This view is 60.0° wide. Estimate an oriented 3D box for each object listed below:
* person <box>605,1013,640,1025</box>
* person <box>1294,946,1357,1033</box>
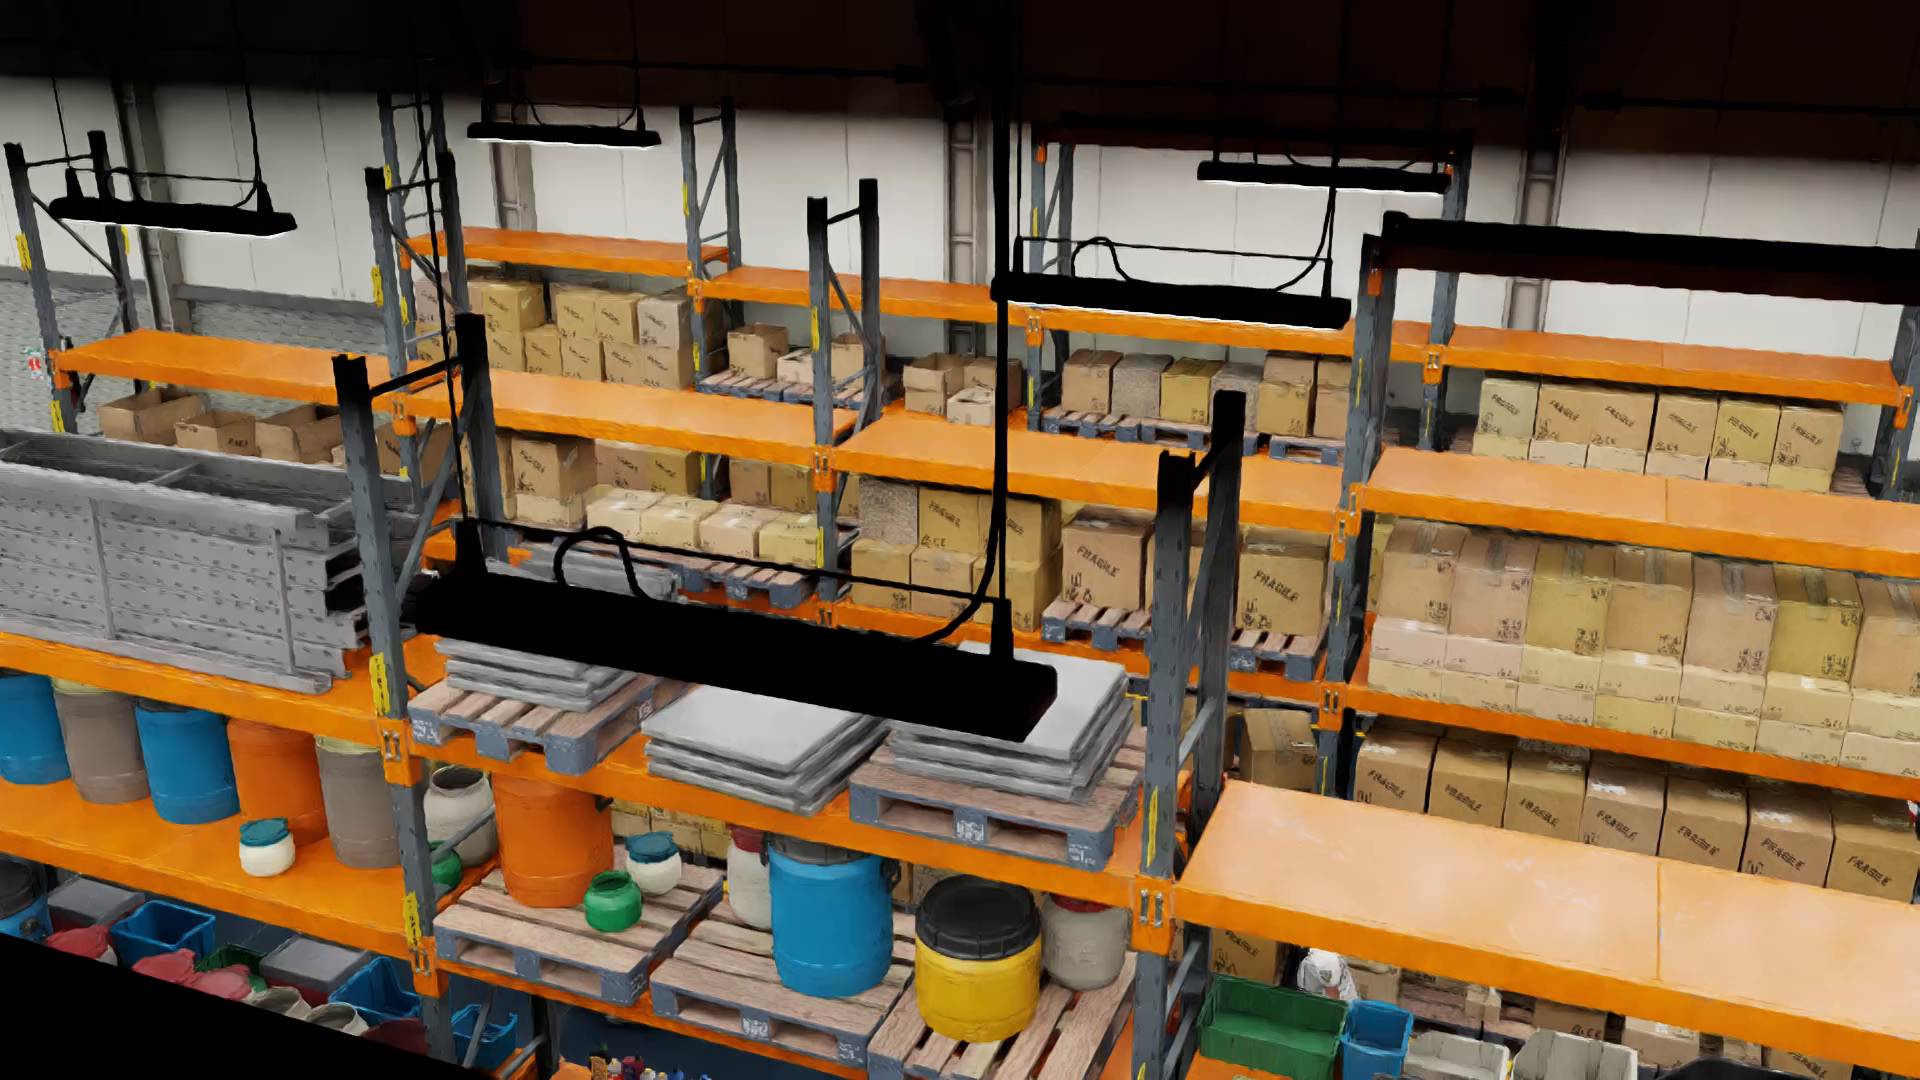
[{"bbox_3d":[-2.899,2.823,12.541,1.042,1.736,0.567,8,22,19],"label":"person"},{"bbox_3d":[2.512,3.197,11.599,1.126,1.672,0.542,9,23,22],"label":"person"}]
